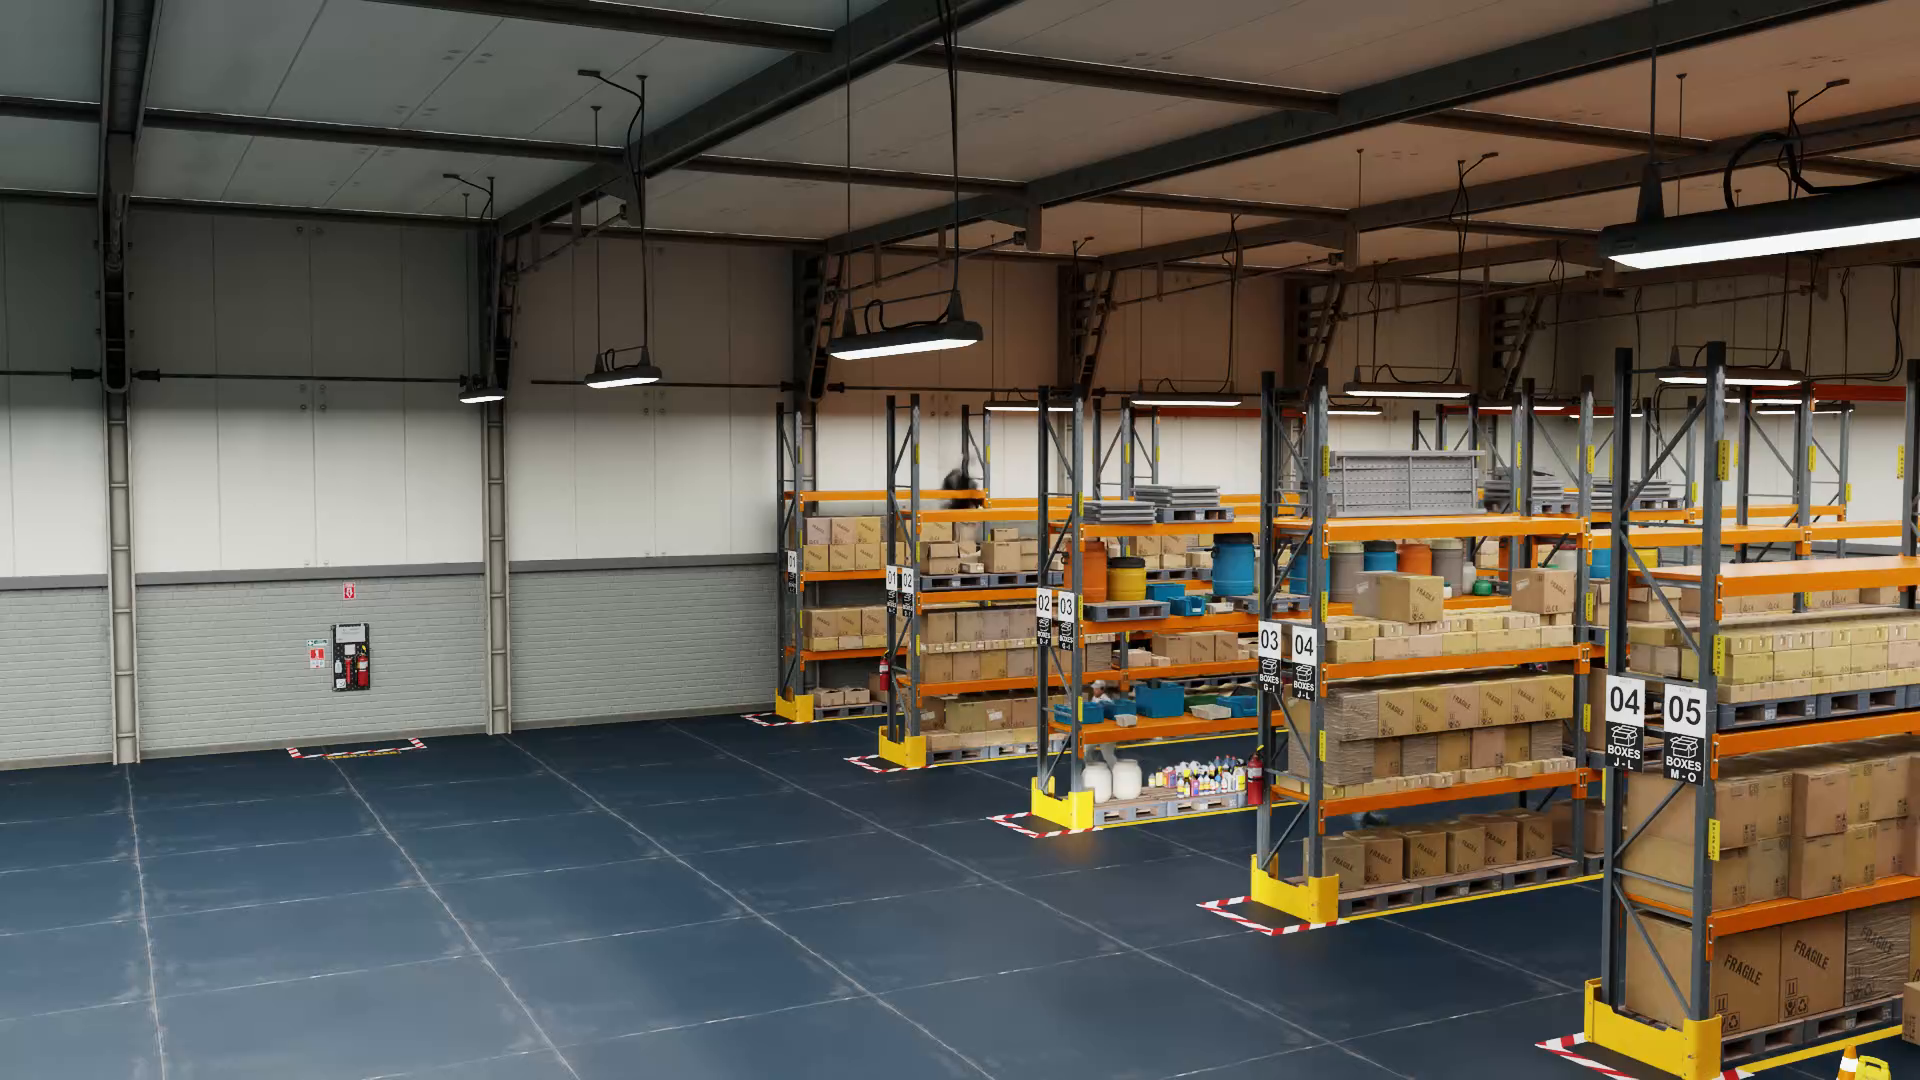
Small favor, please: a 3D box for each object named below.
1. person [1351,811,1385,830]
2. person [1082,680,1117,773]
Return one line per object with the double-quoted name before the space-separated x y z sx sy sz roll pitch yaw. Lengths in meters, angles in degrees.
"person" 5.152 3.117 20.942 0.801 1.738 0.700 -2 4 -36
"person" 2.107 2.935 24.912 0.796 1.705 0.570 -2 4 -35
